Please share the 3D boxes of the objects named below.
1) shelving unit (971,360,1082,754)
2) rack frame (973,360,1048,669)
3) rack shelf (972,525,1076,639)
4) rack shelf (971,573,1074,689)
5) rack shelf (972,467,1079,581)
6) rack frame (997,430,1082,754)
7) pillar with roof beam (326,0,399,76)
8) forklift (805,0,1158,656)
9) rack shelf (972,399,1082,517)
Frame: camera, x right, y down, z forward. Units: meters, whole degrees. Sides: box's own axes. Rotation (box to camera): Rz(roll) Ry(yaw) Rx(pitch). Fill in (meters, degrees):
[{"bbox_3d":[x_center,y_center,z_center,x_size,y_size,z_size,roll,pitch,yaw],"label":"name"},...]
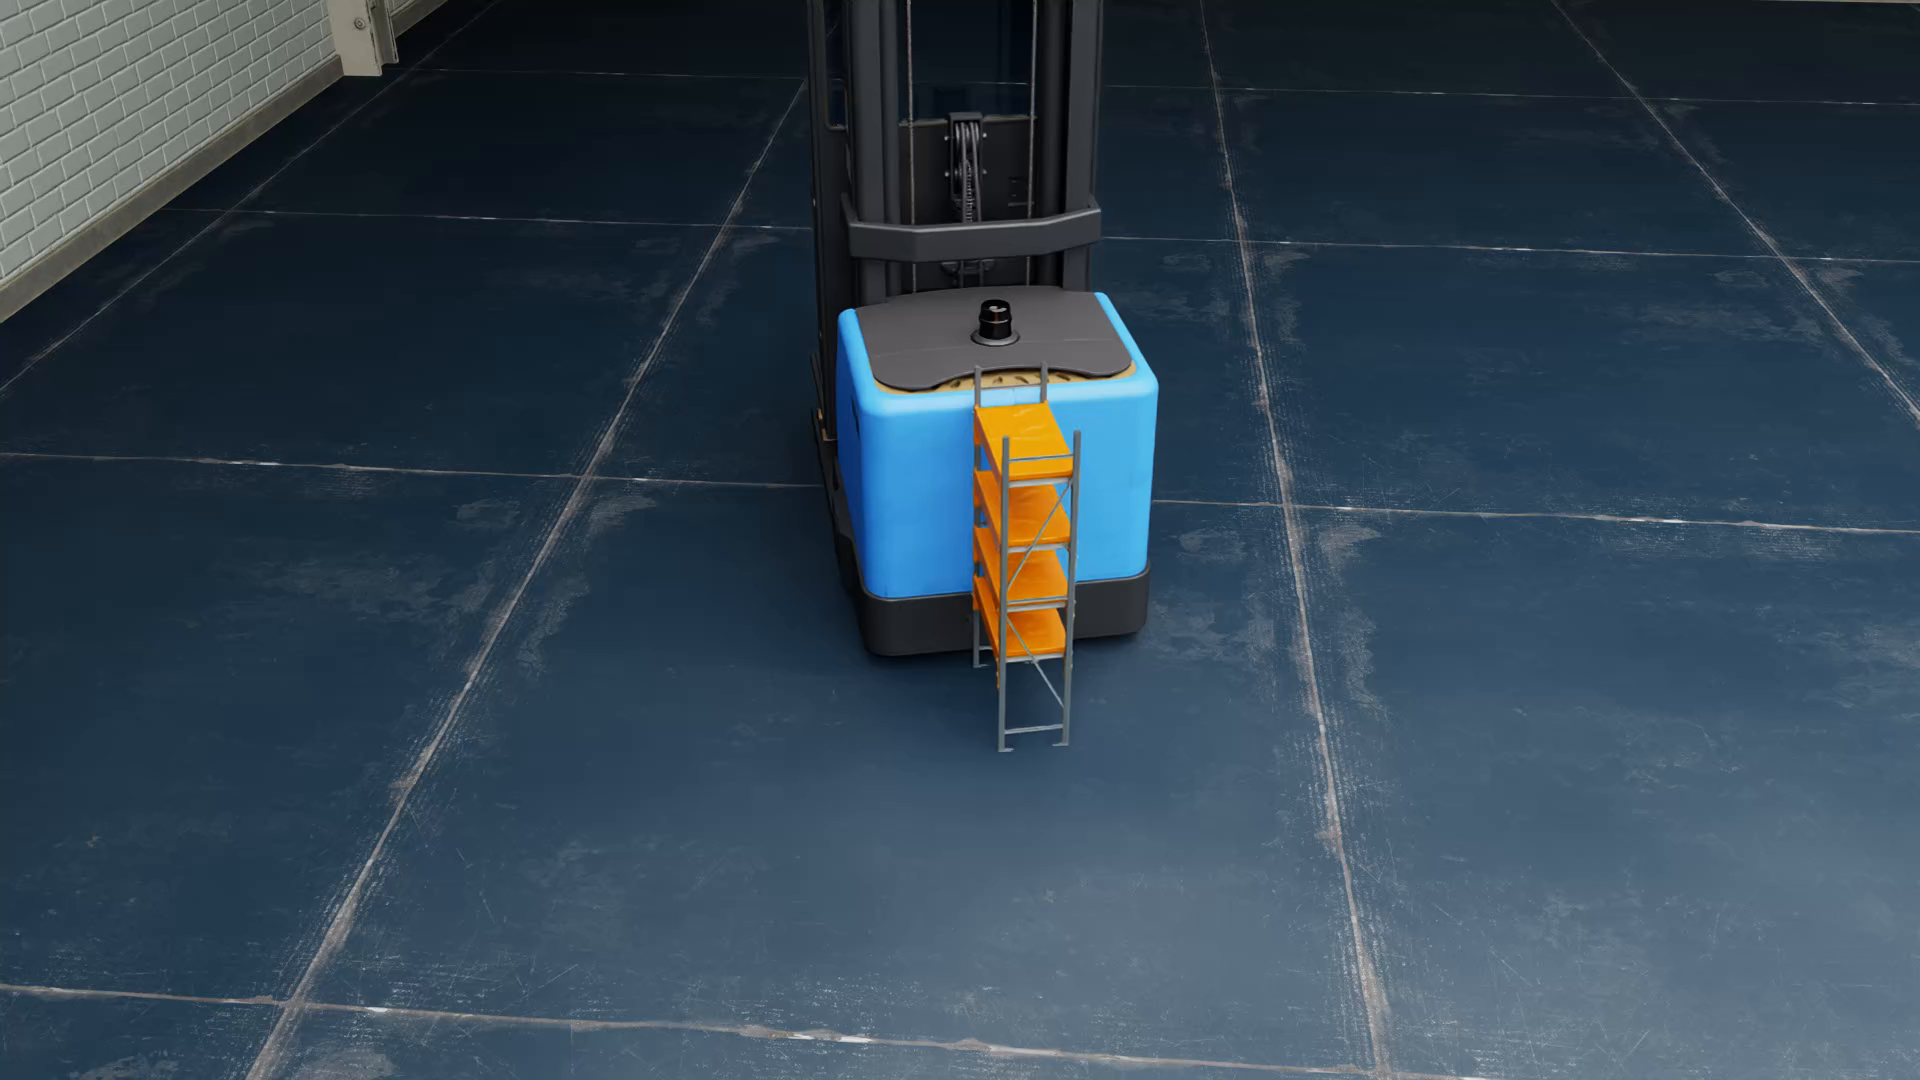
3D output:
[{"bbox_3d":[0.206,0.066,5.499,0.258,1.200,0.503,-5,32,-8],"label":"shelving unit"},{"bbox_3d":[0.166,-0.060,5.704,0.240,1.200,0.015,-5,32,-8],"label":"rack frame"},{"bbox_3d":[0.206,0.124,5.534,0.258,0.148,0.480,-5,32,-8],"label":"rack shelf"},{"bbox_3d":[0.206,0.293,5.638,0.258,0.148,0.480,-5,32,-8],"label":"rack shelf"},{"bbox_3d":[0.206,-0.067,5.417,0.258,0.148,0.480,-5,32,-8],"label":"rack shelf"},{"bbox_3d":[0.246,0.193,5.294,0.240,1.200,0.015,-5,32,-8],"label":"rack frame"},{"bbox_3d":[-0.150,-7.198,9.853,9.100,9.000,0.400,2,32,4],"label":"pillar with roof beam"},{"bbox_3d":[-0.060,-1.591,6.538,1.130,2.935,3.031,-5,32,-8],"label":"forklift"},{"bbox_3d":[0.206,-0.268,5.293,0.258,0.148,0.480,-5,32,-8],"label":"rack shelf"}]
